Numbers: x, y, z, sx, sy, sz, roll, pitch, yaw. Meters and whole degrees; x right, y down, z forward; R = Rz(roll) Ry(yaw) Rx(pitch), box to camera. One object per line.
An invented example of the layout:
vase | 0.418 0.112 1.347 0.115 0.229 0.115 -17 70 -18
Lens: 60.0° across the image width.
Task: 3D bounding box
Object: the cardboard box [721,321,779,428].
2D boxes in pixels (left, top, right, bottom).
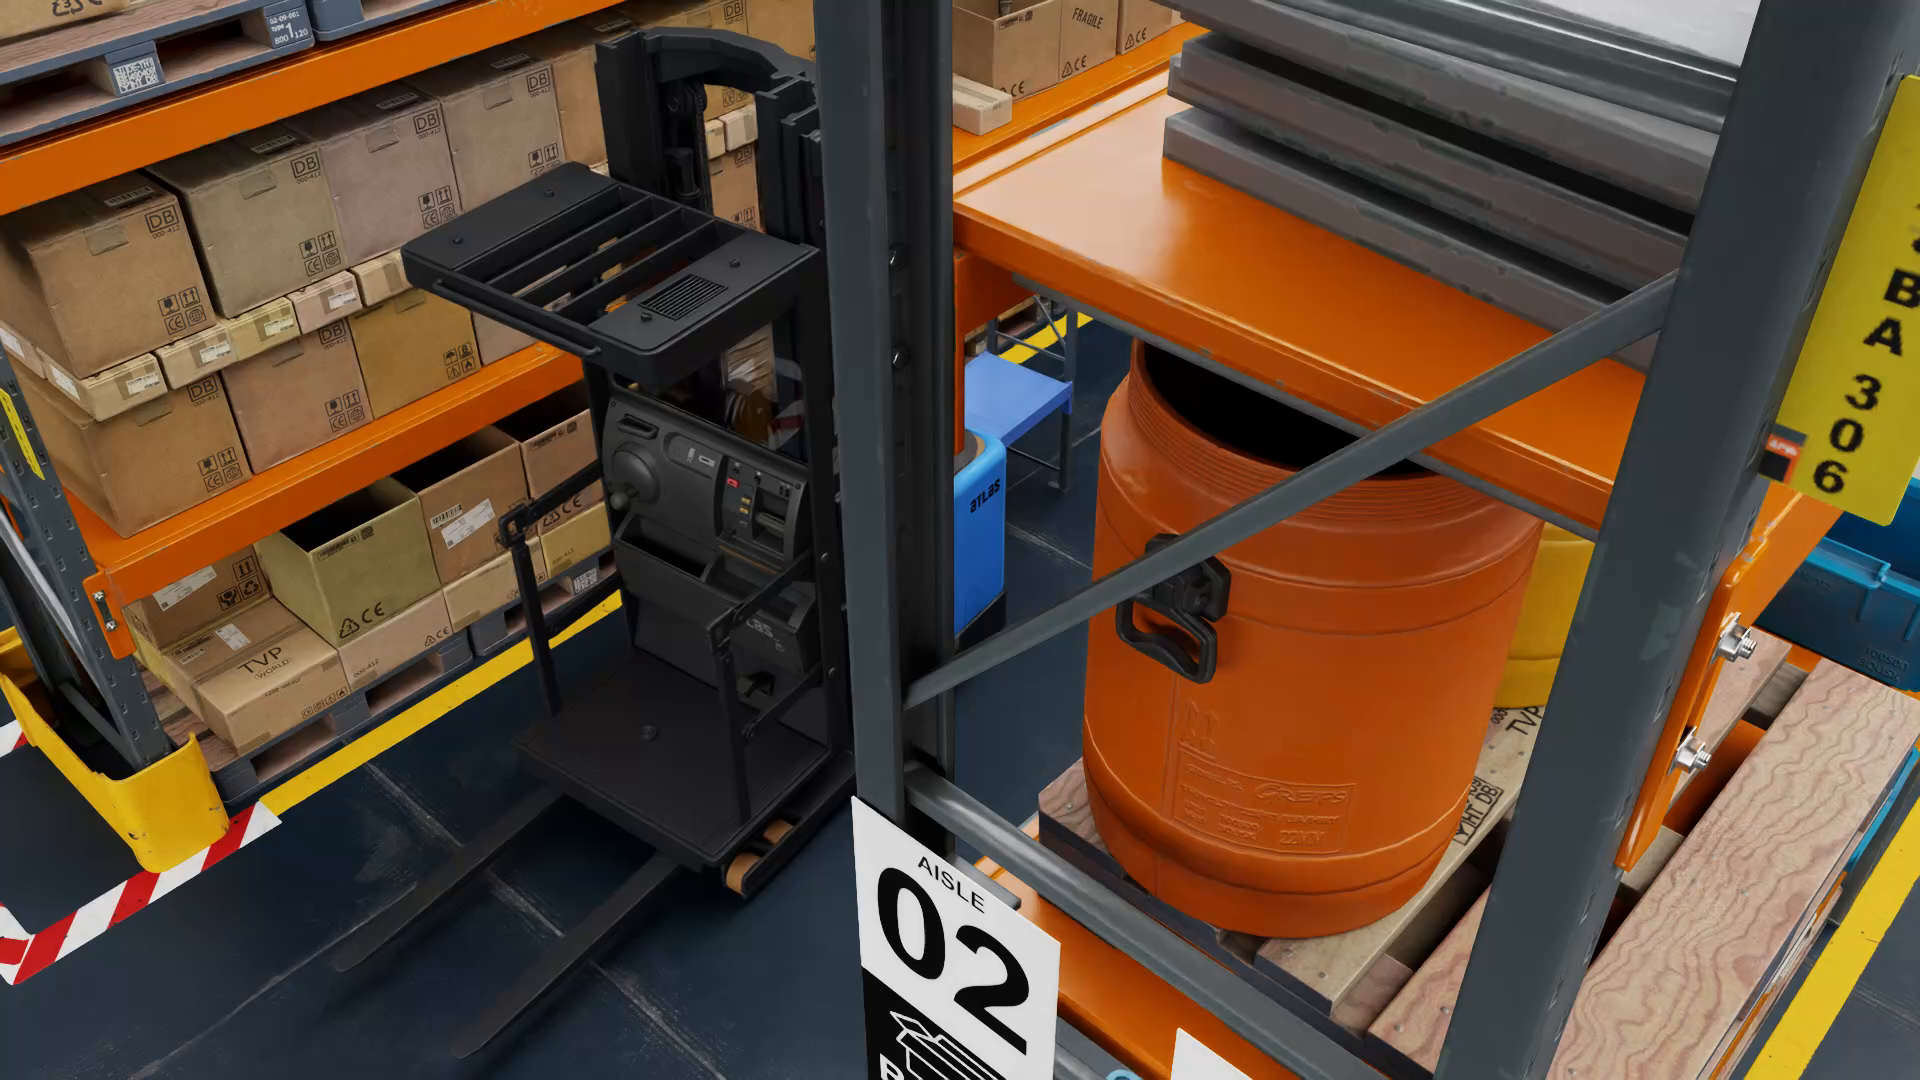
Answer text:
cardboard box | -1.197 -0.896 8.020 0.500 0.500 0.500 30 47 32

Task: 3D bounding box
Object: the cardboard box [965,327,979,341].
cardboard box | -0.244 -1.214 9.022 0.500 0.250 0.500 28 47 31

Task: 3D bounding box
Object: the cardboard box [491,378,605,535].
cardboard box | -1.858 -0.429 7.433 0.500 0.500 0.500 30 47 32

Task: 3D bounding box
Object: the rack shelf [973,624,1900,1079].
rack shelf | 1.605 0.064 3.711 1.077 0.370 4.000 30 47 32

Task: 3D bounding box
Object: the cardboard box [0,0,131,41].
cardboard box | -3.007 -1.903 5.073 0.637 0.503 0.797 -31 48 -33

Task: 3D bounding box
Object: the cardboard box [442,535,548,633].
cardboard box | -2.200 0.091 7.380 0.500 0.250 0.500 30 47 32

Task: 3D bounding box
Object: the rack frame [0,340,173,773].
rack frame | -3.398 -0.207 5.883 1.000 3.000 0.127 30 47 32

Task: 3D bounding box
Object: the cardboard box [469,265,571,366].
cardboard box | -2.031 -1.167 7.011 0.700 0.500 0.500 31 48 33

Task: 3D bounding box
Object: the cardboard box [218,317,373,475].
cardboard box | -2.723 -0.698 6.421 0.700 0.500 0.500 31 48 33

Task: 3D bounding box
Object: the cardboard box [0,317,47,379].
cardboard box | -3.281 -0.755 5.972 0.380 0.149 0.250 29 47 31

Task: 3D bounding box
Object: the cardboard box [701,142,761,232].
cardboard box | -1.345 -1.632 7.595 0.700 0.500 0.500 29 47 31

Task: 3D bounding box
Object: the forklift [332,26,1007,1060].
forklift | -1.054 -0.140 5.855 1.130 2.935 3.031 24 44 27

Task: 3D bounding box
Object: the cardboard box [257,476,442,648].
cardboard box | -2.536 0.028 6.857 0.500 0.500 0.500 30 47 32

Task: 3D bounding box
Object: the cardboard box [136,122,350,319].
cardboard box | -2.687 -1.231 6.049 0.700 0.500 0.500 28 46 31

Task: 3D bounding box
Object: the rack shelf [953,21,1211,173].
rack shelf | 0.650 -2.682 9.574 1.077 0.370 4.000 30 47 32

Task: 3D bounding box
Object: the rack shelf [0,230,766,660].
rack shelf | -2.049 -0.844 7.263 1.077 0.370 4.000 30 47 32

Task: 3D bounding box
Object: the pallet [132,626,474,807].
pallet | -2.913 0.516 7.215 1.003 0.211 1.213 30 47 32

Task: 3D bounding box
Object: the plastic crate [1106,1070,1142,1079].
plastic crate | 0.373 1.578 3.759 0.499 0.251 0.616 30 47 32

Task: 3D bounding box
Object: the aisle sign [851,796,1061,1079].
aisle sign | -0.012 0.766 2.572 0.394 0.787 0.004 30 47 32

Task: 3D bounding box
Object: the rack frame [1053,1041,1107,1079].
rack frame | 0.256 1.875 3.266 1.000 3.000 0.127 30 47 32

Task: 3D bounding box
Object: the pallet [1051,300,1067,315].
pallet | 0.592 -1.871 10.217 1.003 0.211 1.213 30 47 32

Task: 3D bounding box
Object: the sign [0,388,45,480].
sign | -2.992 -0.341 5.293 0.100 0.325 0.005 30 47 32

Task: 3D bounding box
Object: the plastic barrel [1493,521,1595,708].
plastic barrel | 0.931 -0.114 2.868 0.600 0.588 0.600 0 38 0

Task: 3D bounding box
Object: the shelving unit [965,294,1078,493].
shelving unit | 0.032 -0.674 7.677 0.538 1.500 1.048 25 45 28

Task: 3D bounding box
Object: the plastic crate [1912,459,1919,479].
plastic crate | 2.170 -0.126 3.584 0.243 0.136 0.396 30 47 32

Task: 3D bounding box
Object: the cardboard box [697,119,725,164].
cardboard box | -1.244 -1.767 7.244 0.380 0.149 0.250 30 47 32

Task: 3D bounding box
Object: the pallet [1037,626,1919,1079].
pallet | 0.886 0.436 2.817 1.003 0.211 1.213 30 47 32

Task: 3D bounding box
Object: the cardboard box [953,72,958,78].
cardboard box | -0.242 -2.473 8.841 0.396 0.266 0.258 28 47 31

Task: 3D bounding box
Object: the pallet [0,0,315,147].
pallet | -2.902 -1.660 5.372 1.003 0.211 1.213 30 47 32

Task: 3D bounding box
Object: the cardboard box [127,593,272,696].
cardboard box | -3.254 0.335 7.074 0.500 0.250 0.500 30 47 32

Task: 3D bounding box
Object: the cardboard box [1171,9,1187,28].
cardboard box | 1.180 -3.174 9.817 0.250 0.149 0.380 -30 48 -32

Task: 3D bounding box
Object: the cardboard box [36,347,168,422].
cardboard box | -2.974 -0.590 5.763 0.380 0.149 0.250 29 47 32

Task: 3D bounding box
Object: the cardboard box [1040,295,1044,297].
cardboard box | 0.449 -1.687 9.617 0.500 0.250 0.500 28 46 31

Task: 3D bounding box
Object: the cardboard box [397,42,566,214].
cardboard box | -2.010 -1.693 6.630 0.700 0.500 0.500 30 47 32

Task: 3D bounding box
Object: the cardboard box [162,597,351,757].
cardboard box | -2.872 0.552 6.801 0.500 0.250 0.500 30 47 32

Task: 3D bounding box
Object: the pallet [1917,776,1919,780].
pallet | 3.456 0.752 6.919 1.003 0.211 1.213 30 47 32

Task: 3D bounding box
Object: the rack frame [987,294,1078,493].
rack frame | 0.340 -0.926 7.993 0.500 1.500 0.032 25 45 28

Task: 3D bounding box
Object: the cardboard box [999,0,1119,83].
cardboard box | 0.524 -2.902 9.192 0.500 0.500 0.500 30 47 32

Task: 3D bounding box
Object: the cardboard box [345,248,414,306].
cardboard box | -2.279 -1.065 6.361 0.380 0.149 0.250 28 46 31

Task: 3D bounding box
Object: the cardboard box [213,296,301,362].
cardboard box | -2.629 -0.826 6.061 0.380 0.149 0.250 30 47 32

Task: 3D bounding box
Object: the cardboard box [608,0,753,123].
cardboard box | -1.334 -2.152 7.207 0.700 0.500 0.500 30 47 32
